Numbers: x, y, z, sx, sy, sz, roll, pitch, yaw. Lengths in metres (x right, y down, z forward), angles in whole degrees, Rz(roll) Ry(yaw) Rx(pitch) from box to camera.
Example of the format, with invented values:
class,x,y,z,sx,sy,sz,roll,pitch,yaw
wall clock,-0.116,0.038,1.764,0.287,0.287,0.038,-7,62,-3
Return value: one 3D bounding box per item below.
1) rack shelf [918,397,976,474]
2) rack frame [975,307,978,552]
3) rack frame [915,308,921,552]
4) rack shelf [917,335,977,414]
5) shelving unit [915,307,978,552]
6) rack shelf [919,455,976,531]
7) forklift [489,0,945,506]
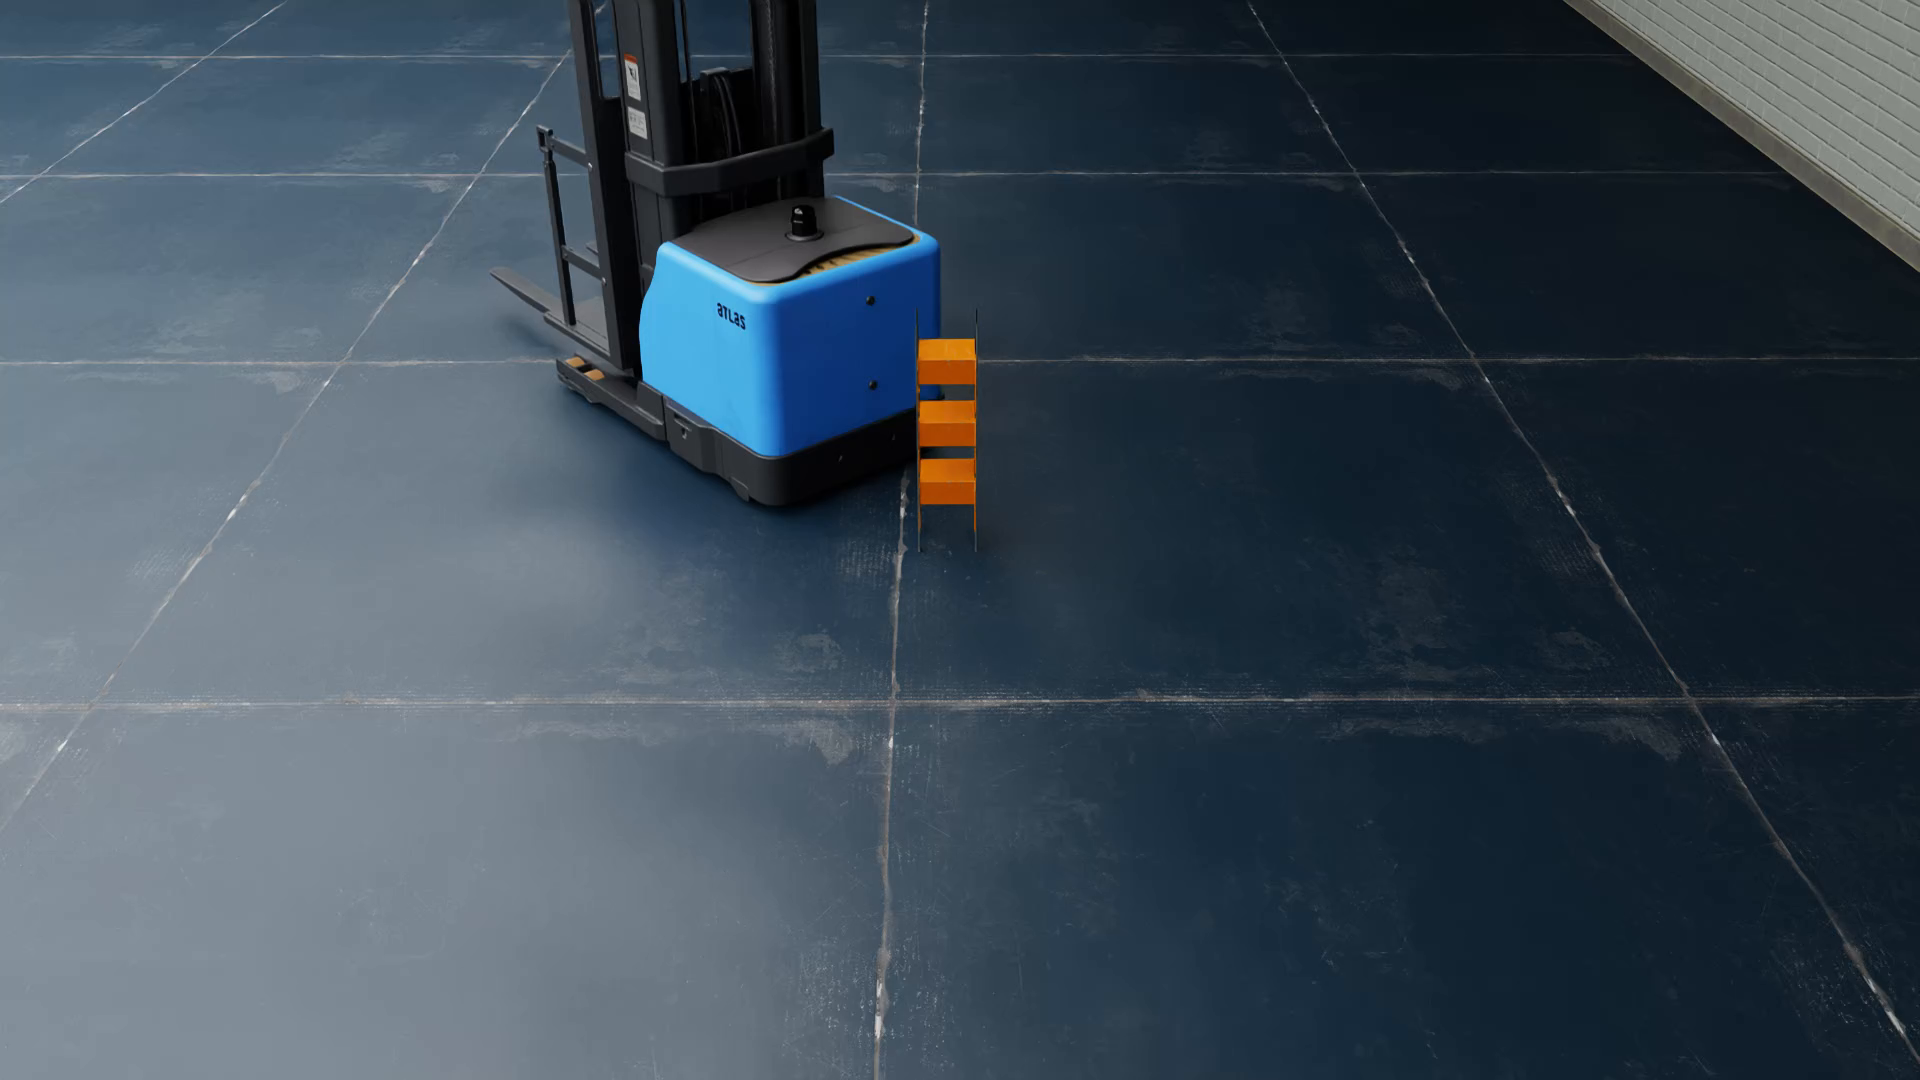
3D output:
class,x,y,z,sx,sy,sz,roll,pitch,yaw
rack shelf,-0.054,-0.440,6.983,0.240,0.259,0.215,0,31,0
rack frame,0.068,-0.449,6.978,0.008,1.050,0.200,0,31,0
rack frame,-0.176,-0.448,6.977,0.008,1.050,0.200,0,31,0
rack shelf,-0.054,-0.682,6.836,0.240,0.259,0.215,0,31,0
shelving unit,-0.054,-0.449,6.977,0.252,1.050,0.215,0,31,0
rack shelf,-0.054,-0.202,7.127,0.240,0.259,0.215,0,31,0
forklift,-1.408,-2.094,7.876,1.130,2.935,3.031,-24,39,-34
